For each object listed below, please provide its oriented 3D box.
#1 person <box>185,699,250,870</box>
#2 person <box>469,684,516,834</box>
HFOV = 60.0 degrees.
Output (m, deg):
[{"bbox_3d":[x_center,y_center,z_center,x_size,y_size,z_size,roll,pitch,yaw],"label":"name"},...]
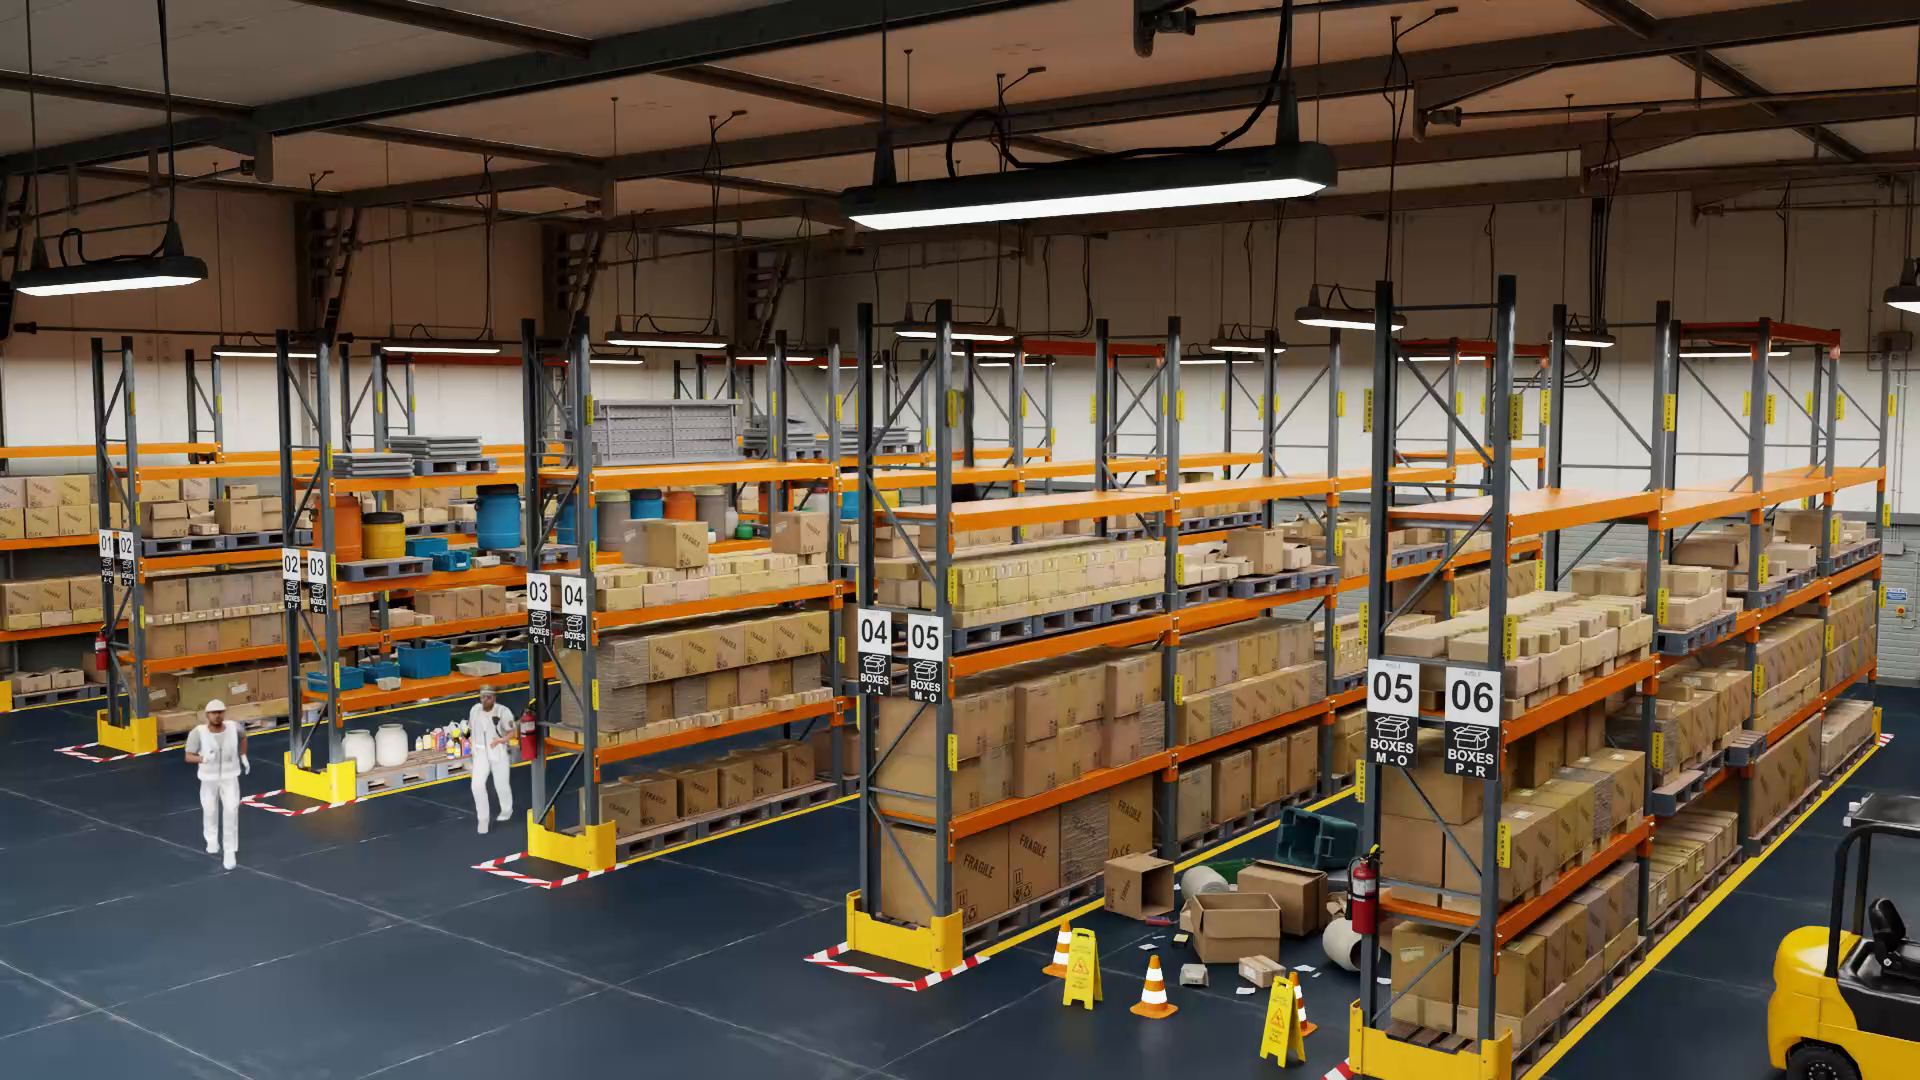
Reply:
[{"bbox_3d":[-8.209,2.661,18.406,0.665,1.831,0.893,-3,6,-28],"label":"person"},{"bbox_3d":[-5.571,2.597,19.793,0.591,1.835,0.883,0,5,-3],"label":"person"}]
